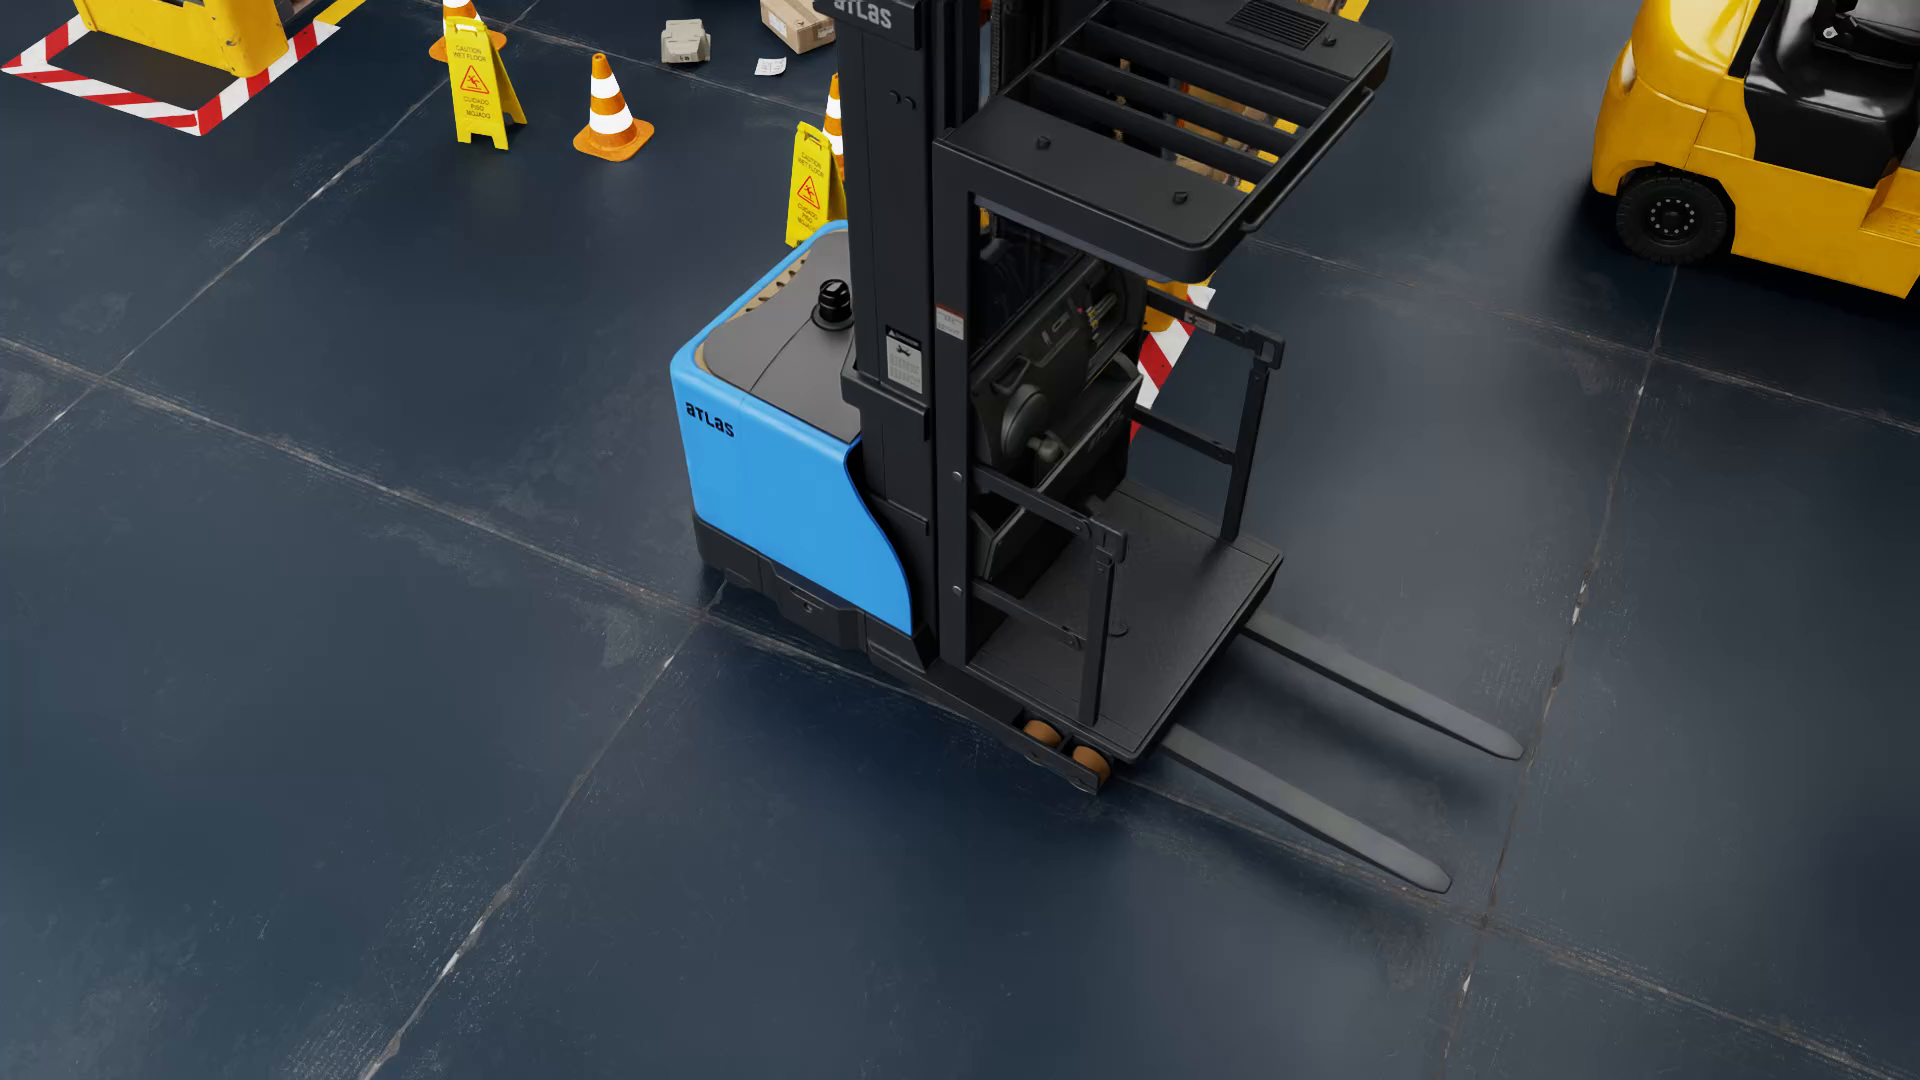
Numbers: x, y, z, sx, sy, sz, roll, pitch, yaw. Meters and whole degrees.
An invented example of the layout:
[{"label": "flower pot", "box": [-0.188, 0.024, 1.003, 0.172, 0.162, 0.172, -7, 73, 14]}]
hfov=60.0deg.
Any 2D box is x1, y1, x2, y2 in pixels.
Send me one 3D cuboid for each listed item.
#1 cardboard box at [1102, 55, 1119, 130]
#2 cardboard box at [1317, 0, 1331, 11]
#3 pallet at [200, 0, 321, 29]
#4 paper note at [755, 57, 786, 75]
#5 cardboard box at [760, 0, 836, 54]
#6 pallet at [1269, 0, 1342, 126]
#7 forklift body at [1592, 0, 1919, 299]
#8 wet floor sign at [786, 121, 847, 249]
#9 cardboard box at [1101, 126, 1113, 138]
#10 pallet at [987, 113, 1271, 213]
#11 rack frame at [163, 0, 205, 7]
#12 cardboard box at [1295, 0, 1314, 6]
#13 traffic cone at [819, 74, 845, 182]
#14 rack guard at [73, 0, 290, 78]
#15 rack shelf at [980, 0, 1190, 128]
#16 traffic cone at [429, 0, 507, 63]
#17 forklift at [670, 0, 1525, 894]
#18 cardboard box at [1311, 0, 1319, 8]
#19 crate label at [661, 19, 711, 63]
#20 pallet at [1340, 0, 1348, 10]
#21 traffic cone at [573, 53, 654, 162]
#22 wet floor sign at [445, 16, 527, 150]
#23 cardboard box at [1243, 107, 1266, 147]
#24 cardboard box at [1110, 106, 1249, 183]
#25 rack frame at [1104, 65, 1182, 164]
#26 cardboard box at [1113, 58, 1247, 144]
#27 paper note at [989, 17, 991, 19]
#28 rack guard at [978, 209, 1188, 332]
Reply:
[{"label": "cardboard box", "box": [0.519, -2.253, 7.550, 0.500, 0.500, 0.500, 20, 53, 16]}, {"label": "cardboard box", "box": [1.672, -2.915, 8.606, 0.500, 0.250, 0.500, 21, 53, 17]}, {"label": "pallet", "box": [-3.835, -3.342, 9.271, 1.003, 0.211, 1.213, 20, 52, 16]}, {"label": "paper note", "box": [-0.983, -2.465, 8.643, 0.148, 0.019, 0.142, 4, 50, 3]}, {"label": "cardboard box", "box": [-0.854, -2.764, 8.820, 0.250, 0.149, 0.380, -28, 55, -22]}, {"label": "pallet", "box": [1.347, -2.663, 8.692, 1.003, 0.211, 1.213, 20, 52, 16]}, {"label": "forklift body", "box": [4.063, -2.141, 6.974, 2.313, 2.155, 1.214, 20, 52, 16]}, {"label": "wet floor sign", "box": [-0.636, -1.583, 7.489, 0.232, 0.644, 0.267, -37, 59, -27]}, {"label": "cardboard box", "box": [0.525, -2.035, 7.857, 0.500, 0.250, 0.500, 20, 52, 16]}, {"label": "pallet", "box": [0.824, -1.826, 7.980, 1.003, 0.211, 1.213, 20, 52, 16]}, {"label": "rack frame", "box": [-4.106, -3.670, 7.718, 1.000, 3.000, 0.127, 20, 52, 16]}, {"label": "cardboard box", "box": [1.458, -2.803, 8.018, 0.500, 0.500, 0.500, 21, 53, 17]}, {"label": "traffic cone", "box": [-0.570, -2.023, 7.982, 0.336, 0.463, 0.334, 20, 52, 16]}, {"label": "rack guard", "box": [-4.116, -2.843, 8.656, 1.175, 0.500, 0.348, 20, 52, 16]}, {"label": "rack shelf", "box": [1.267, -3.273, 7.853, 1.077, 0.370, 4.000, 20, 52, 16]}, {"label": "traffic cone", "box": [-2.595, -2.751, 8.603, 0.336, 0.463, 0.334, 20, 52, 16]}, {"label": "forklift", "box": [0.490, -0.536, 5.097, 3.031, 2.935, 1.130, 28, 55, 21]}, {"label": "cardboard box", "box": [1.454, -2.568, 8.311, 0.500, 0.250, 0.500, 23, 53, 18]}, {"label": "crate label", "box": [-1.439, -2.606, 8.692, 0.250, 0.136, 0.298, -4, 50, -3]}, {"label": "pallet", "box": [1.867, -3.506, 9.410, 1.003, 0.211, 1.213, 20, 52, 16]}, {"label": "traffic cone", "box": [-1.719, -2.150, 8.090, 0.336, 0.463, 0.334, 20, 52, 16]}, {"label": "wet floor sign", "box": [-2.328, -2.243, 8.050, 0.267, 0.644, 0.232, 12, 51, 10]}, {"label": "cardboard box", "box": [1.232, -2.188, 7.987, 0.500, 0.250, 0.500, 22, 53, 17]}, {"label": "cardboard box", "box": [1.007, -1.839, 7.690, 0.500, 0.250, 0.500, 19, 52, 16]}, {"label": "rack frame", "box": [0.413, -2.129, 6.407, 1.000, 3.000, 0.127, 20, 52, 16]}, {"label": "cardboard box", "box": [1.017, -2.099, 7.419, 0.500, 0.500, 0.500, 18, 52, 15]}, {"label": "paper note", "box": [0.203, -2.852, 8.971, 0.142, 0.019, 0.148, 4, 50, 3]}, {"label": "rack guard", "box": [0.445, -1.371, 7.404, 1.175, 0.500, 0.348, 20, 52, 16]}]
